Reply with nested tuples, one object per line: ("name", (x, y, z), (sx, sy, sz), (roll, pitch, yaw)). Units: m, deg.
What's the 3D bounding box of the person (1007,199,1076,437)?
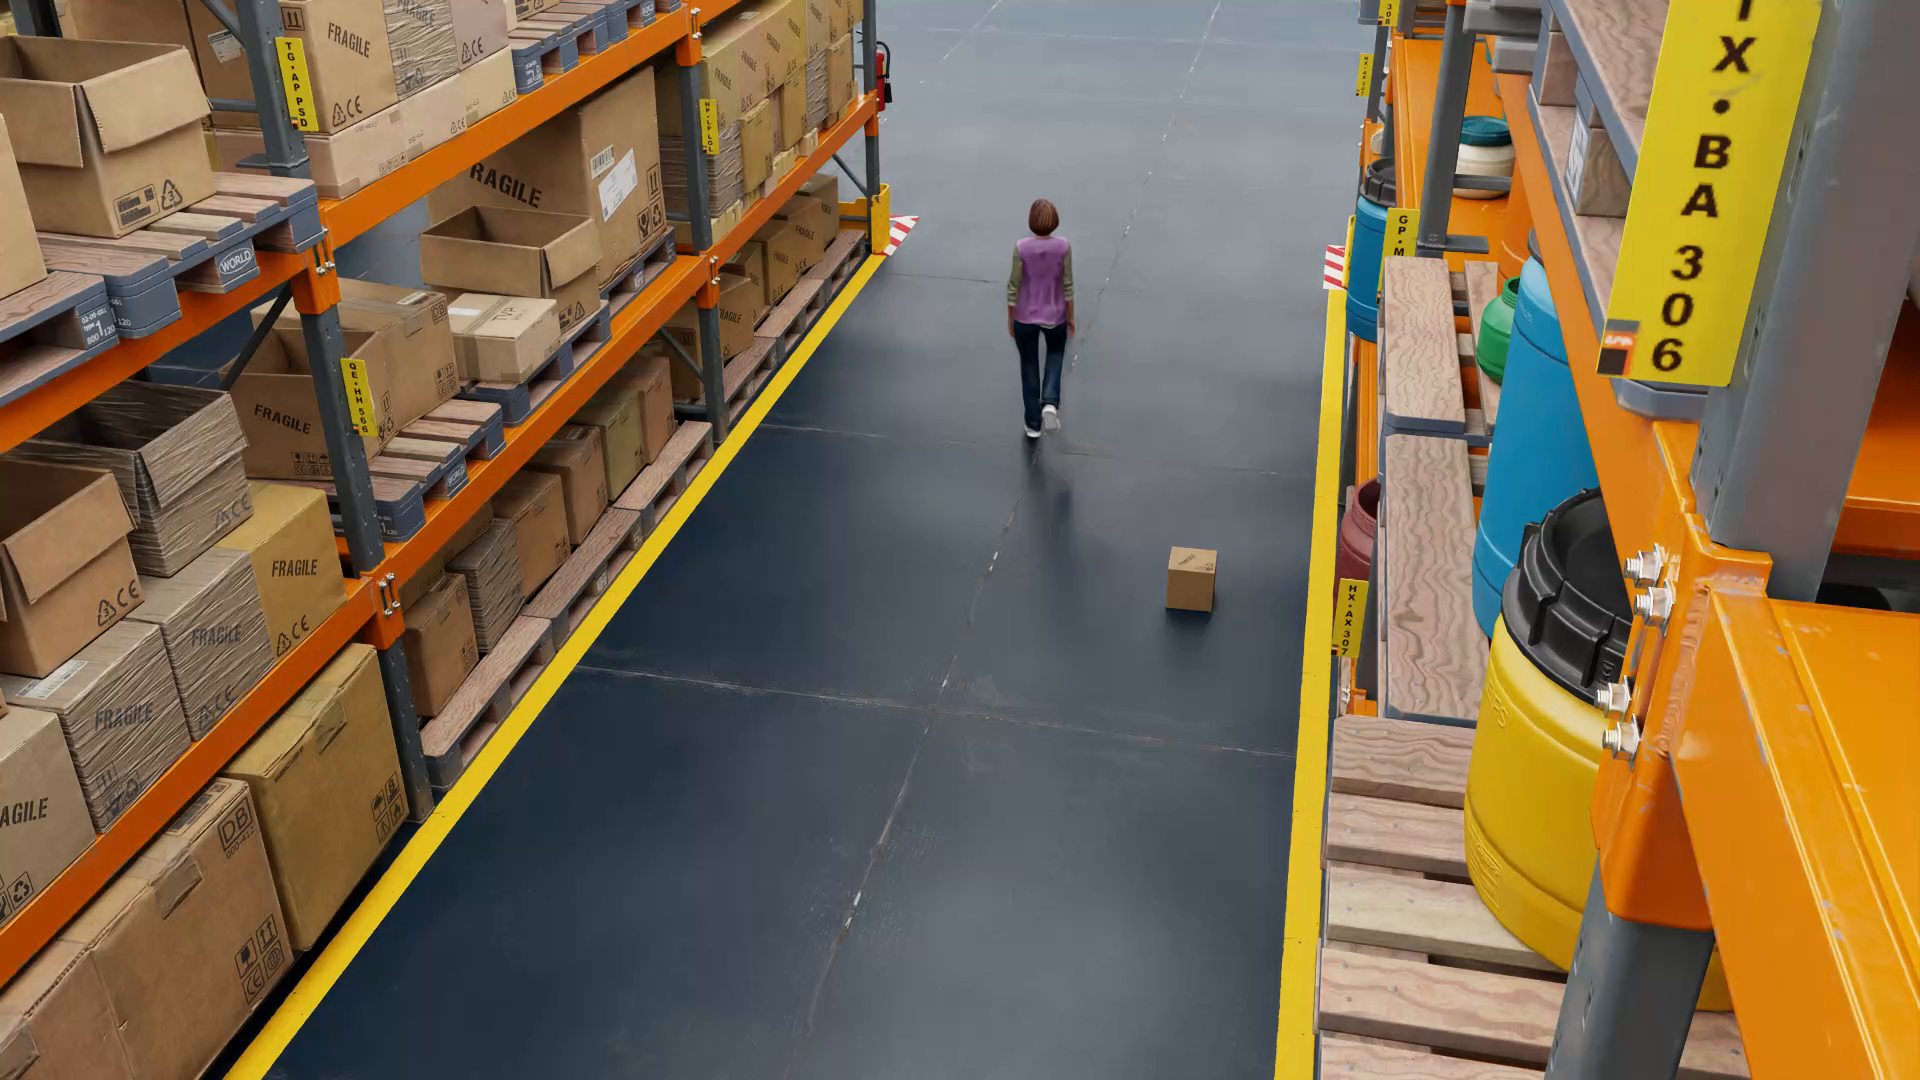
("person", (0.513, -1.410, 10.611), (0.446, 1.588, 0.431), (-2, 29, -3))
